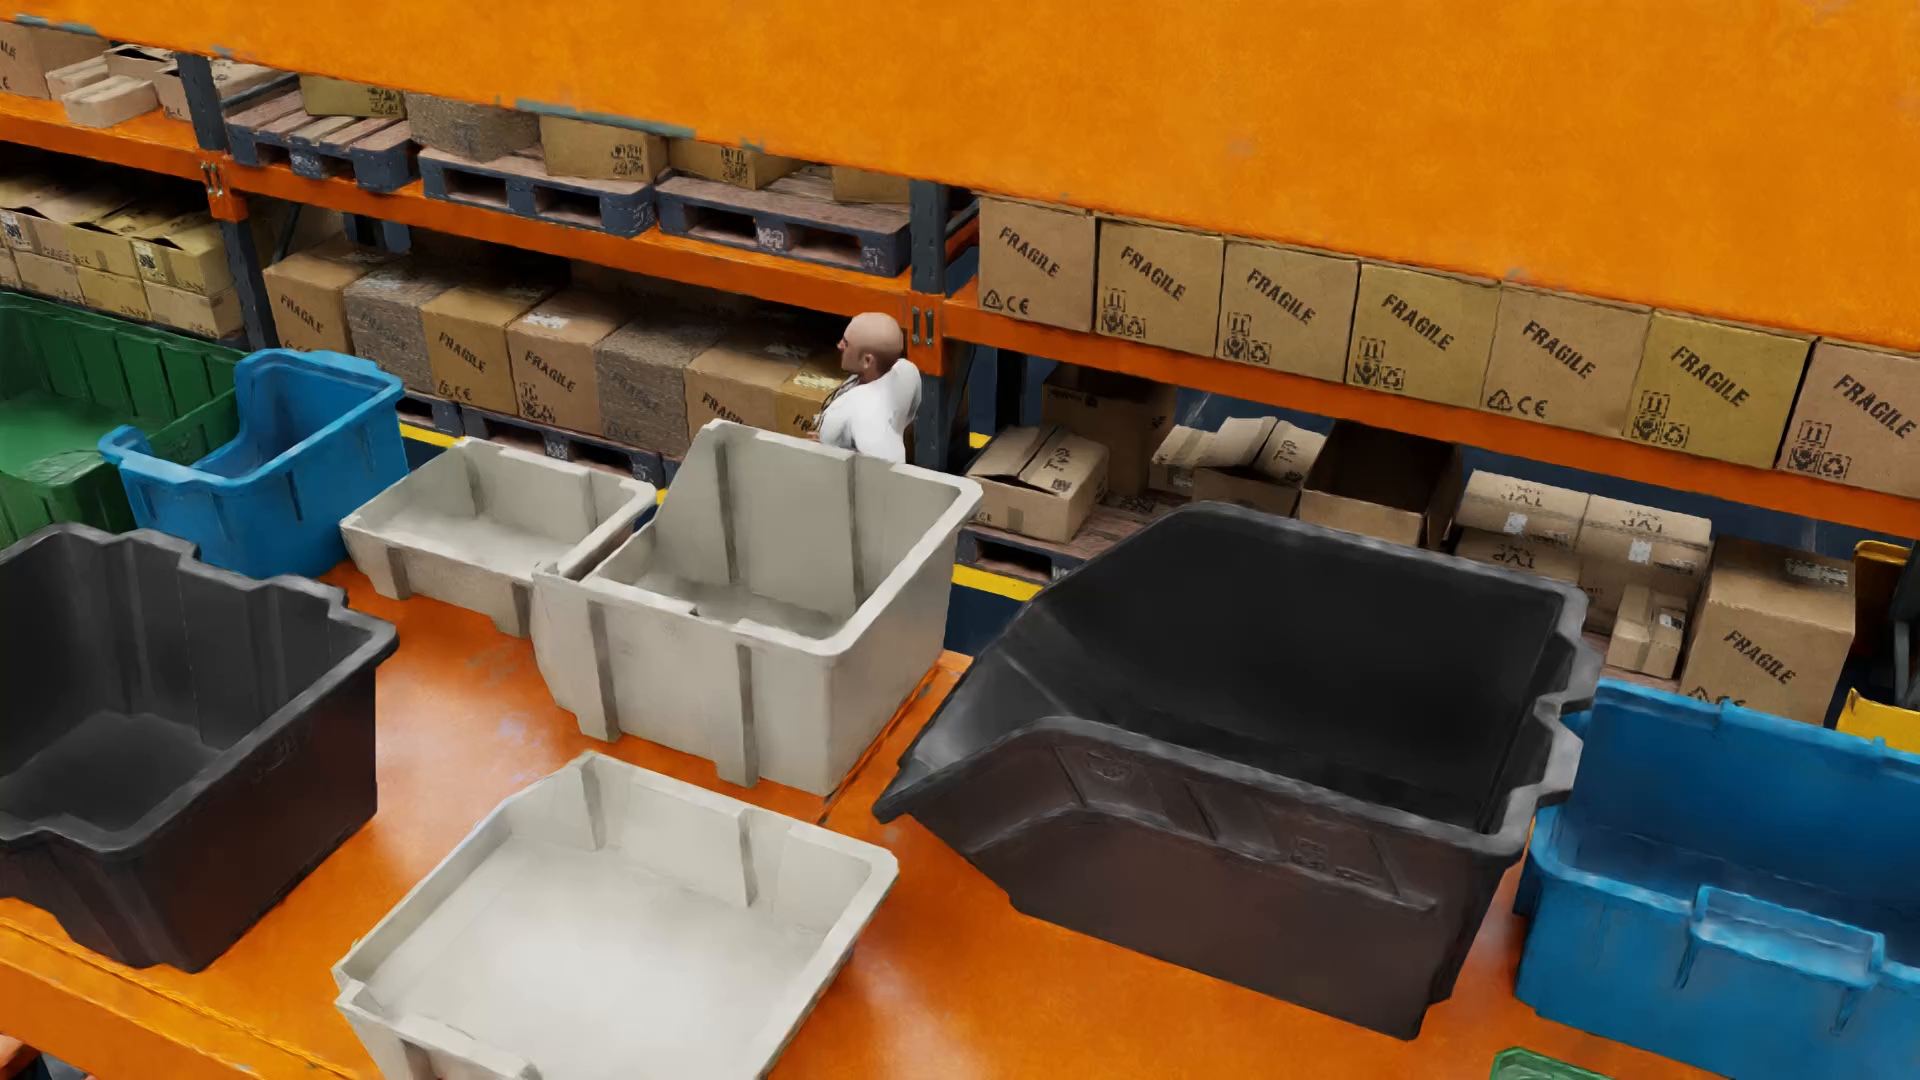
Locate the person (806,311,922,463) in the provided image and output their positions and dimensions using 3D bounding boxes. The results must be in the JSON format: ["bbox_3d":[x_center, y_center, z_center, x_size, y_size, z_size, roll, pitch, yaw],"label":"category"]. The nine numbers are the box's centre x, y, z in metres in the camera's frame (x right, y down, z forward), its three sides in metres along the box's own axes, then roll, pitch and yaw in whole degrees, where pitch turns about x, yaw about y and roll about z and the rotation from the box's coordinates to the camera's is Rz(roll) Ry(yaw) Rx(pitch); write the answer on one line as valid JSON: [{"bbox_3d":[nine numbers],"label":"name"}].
[{"bbox_3d":[-0.468,-0.066,6.267,0.787,1.791,0.760,8,34,13],"label":"person"}]
